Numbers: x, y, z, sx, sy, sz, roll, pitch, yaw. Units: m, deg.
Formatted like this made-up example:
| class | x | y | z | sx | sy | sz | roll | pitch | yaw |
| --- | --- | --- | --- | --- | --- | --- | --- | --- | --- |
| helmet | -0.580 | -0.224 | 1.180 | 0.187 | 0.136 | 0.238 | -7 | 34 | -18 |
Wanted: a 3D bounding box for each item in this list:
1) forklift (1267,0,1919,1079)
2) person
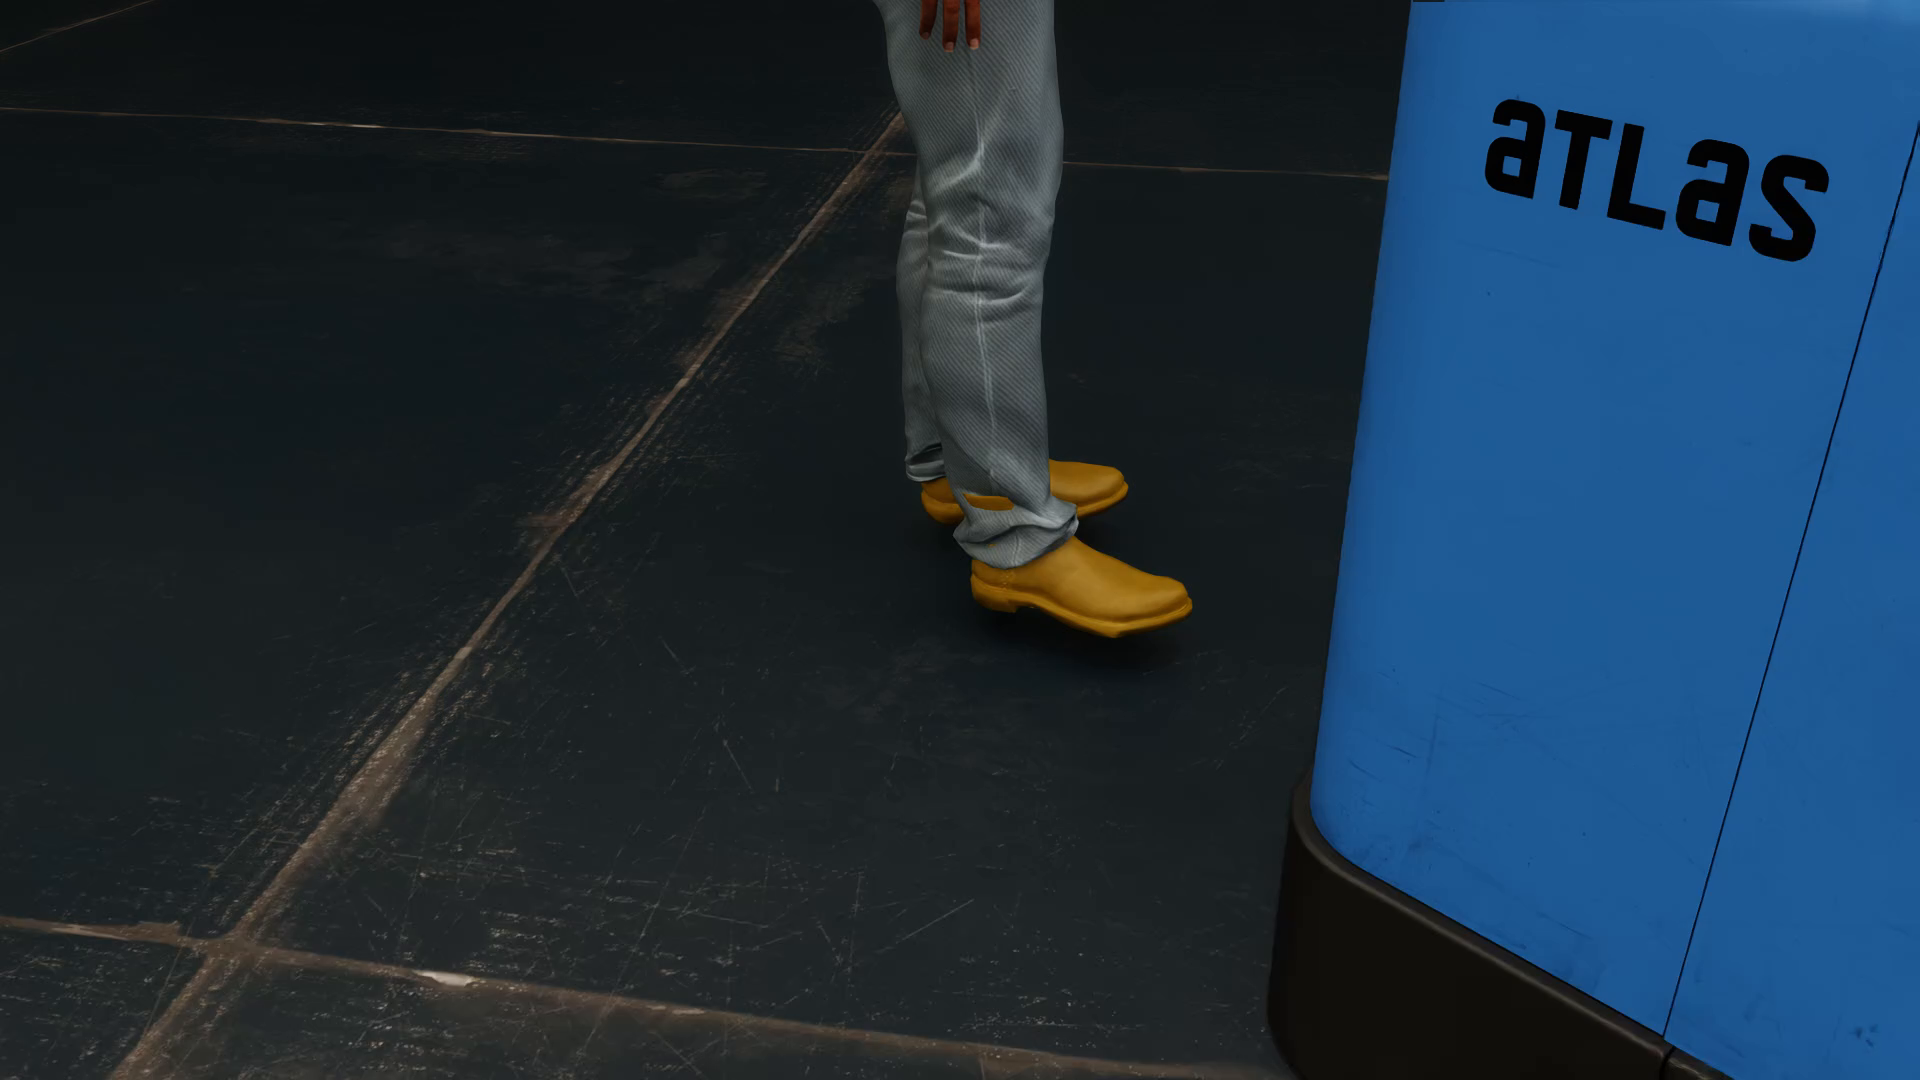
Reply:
| class | x | y | z | sx | sy | sz | roll | pitch | yaw |
| --- | --- | --- | --- | --- | --- | --- | --- | --- | --- |
| forklift | 1.672 | -0.422 | 0.237 | 1.130 | 2.935 | 3.031 | -25 | 38 | -38 |
| person | 0.067 | -0.802 | 2.034 | 0.577 | 1.759 | 0.665 | 5 | 29 | 9 |
